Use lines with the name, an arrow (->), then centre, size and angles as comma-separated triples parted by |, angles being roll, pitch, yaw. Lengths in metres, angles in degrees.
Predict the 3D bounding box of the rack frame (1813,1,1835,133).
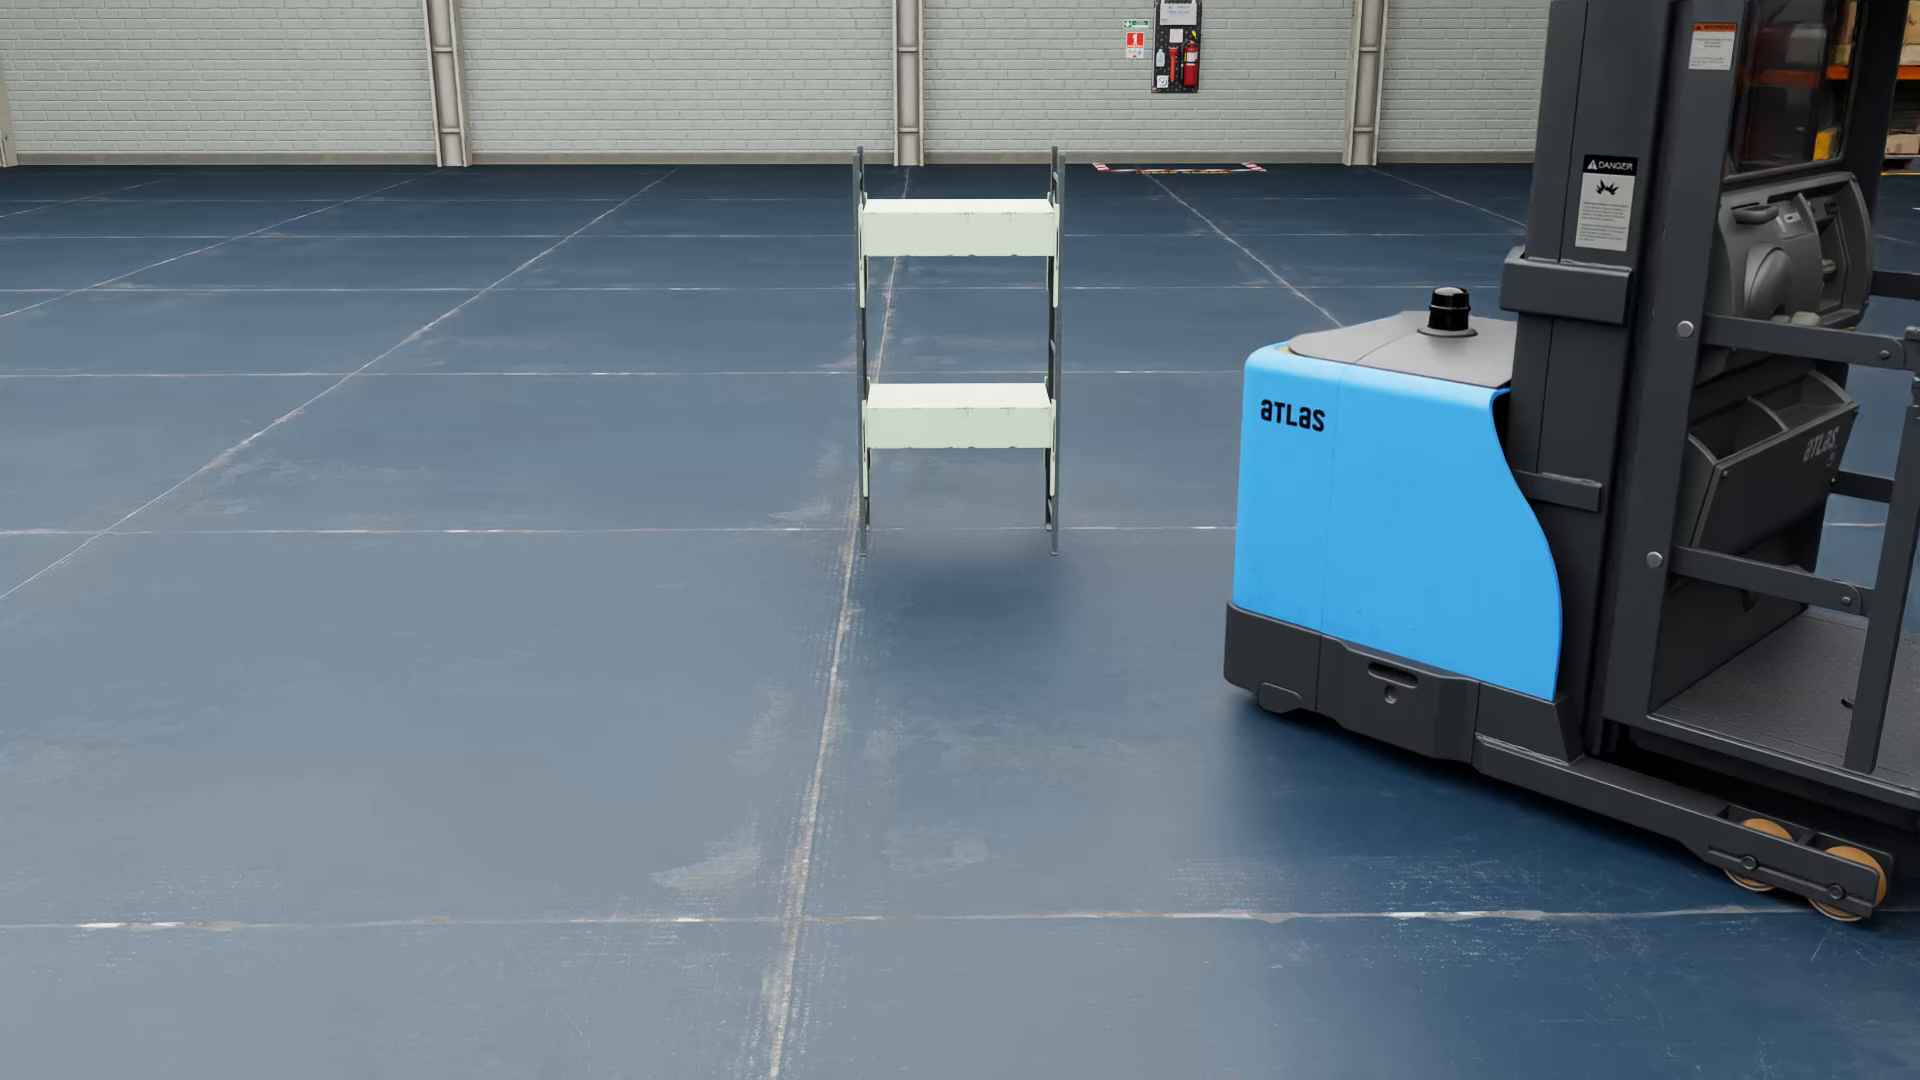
rack frame -> 10.635, -6.206, 20.982 | 0.127, 3.000, 1.000 | 0, 18, -1

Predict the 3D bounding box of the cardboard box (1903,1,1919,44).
cardboard box -> 11.611, -6.411, 20.606 | 0.500, 0.500, 0.500 | 0, 18, -1

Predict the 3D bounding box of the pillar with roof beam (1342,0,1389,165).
pillar with roof beam -> 5.390, -7.986, 16.710 | 0.400, 9.000, 9.100 | 0, 18, -1

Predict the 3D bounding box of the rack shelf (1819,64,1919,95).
rack shelf -> 12.635, -5.873, 21.122 | 4.000, 0.370, 1.077 | 0, 18, -1

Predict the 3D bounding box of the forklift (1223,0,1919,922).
forklift -> 2.192, -0.699, 3.928 | 1.130, 2.935, 3.031 | -17, 24, -42

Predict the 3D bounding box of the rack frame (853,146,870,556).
rack frame -> -0.373, -0.712, 6.313 | 0.023, 1.500, 0.400 | 0, 18, -1

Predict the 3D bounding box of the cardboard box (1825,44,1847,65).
cardboard box -> 11.128, -6.049, 20.707 | 0.500, 0.250, 0.500 | -1, 18, -2

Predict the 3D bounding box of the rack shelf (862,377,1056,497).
rack shelf -> -0.007, -0.404, 6.418 | 0.720, 0.370, 0.431 | 0, 18, -1

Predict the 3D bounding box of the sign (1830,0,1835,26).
sign -> 10.644, -6.452, 20.333 | 0.005, 0.325, 0.100 | 0, 18, -1

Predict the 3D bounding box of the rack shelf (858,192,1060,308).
rack shelf -> -0.007, -1.086, 6.199 | 0.720, 0.370, 0.431 | 0, 18, -1

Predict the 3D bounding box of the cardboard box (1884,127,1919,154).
cardboard box -> 11.898, -5.113, 21.258 | 0.500, 0.311, 0.500 | 1, 18, 4

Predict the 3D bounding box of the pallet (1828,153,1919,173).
pallet -> 11.524, -4.871, 21.387 | 1.213, 0.211, 1.003 | 0, 18, -1

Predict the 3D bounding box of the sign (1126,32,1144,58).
sign -> 2.296, -6.490, 21.809 | 0.234, 0.329, 0.001 | 0, 18, -1

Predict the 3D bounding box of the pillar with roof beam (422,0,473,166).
pillar with roof beam -> -6.609, -7.928, 16.530 | 0.400, 9.000, 9.100 | 0, 18, -1

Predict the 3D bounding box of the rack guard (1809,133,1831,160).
rack guard -> 10.711, -5.016, 21.365 | 0.348, 0.500, 1.175 | 0, 18, -1

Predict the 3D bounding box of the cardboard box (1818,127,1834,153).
cardboard box -> 11.328, -5.111, 21.250 | 0.500, 0.311, 0.500 | -2, 18, -7

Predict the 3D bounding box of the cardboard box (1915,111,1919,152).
cardboard box -> 12.632, -5.192, 21.193 | 0.500, 0.500, 0.700 | -1, 18, -4

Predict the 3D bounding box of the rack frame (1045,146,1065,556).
rack frame -> 0.359, -0.716, 6.324 | 0.023, 1.500, 0.400 | 0, 18, -1

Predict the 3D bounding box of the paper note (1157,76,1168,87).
paper note -> 2.672, -6.045, 21.922 | 0.142, 0.148, 0.016 | 0, 18, -1

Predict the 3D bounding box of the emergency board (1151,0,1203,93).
emergency board -> 2.850, -6.444, 21.725 | 0.643, 1.169, 0.194 | 0, 18, -1

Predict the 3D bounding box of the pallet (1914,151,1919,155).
pallet -> 12.741, -4.876, 21.403 | 1.213, 0.211, 1.003 | 0, 18, -1

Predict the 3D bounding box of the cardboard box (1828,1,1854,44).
cardboard box -> 11.117, -6.411, 20.608 | 0.500, 0.500, 0.500 | 0, 18, -1

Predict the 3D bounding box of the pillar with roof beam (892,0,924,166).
pillar with roof beam -> -0.609, -7.957, 16.620 | 0.400, 9.000, 9.100 | 0, 18, -1

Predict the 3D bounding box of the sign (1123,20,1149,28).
sign -> 2.301, -6.739, 21.720 | 0.331, 0.109, 0.001 | 0, 18, -1

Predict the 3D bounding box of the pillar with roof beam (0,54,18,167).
pillar with roof beam -> -12.608, -7.899, 16.440 | 0.400, 9.000, 9.100 | 0, 18, -1

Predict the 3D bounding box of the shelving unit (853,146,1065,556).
shelving unit -> -0.007, -0.714, 6.318 | 0.755, 1.500, 0.431 | 0, 18, -1

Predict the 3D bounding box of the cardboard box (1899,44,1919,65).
cardboard box -> 11.647, -6.056, 20.728 | 0.500, 0.250, 0.500 | -1, 18, -3

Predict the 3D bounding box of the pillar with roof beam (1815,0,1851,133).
pillar with roof beam -> 11.389, -8.015, 16.801 | 0.400, 9.000, 9.100 | 0, 18, -1
